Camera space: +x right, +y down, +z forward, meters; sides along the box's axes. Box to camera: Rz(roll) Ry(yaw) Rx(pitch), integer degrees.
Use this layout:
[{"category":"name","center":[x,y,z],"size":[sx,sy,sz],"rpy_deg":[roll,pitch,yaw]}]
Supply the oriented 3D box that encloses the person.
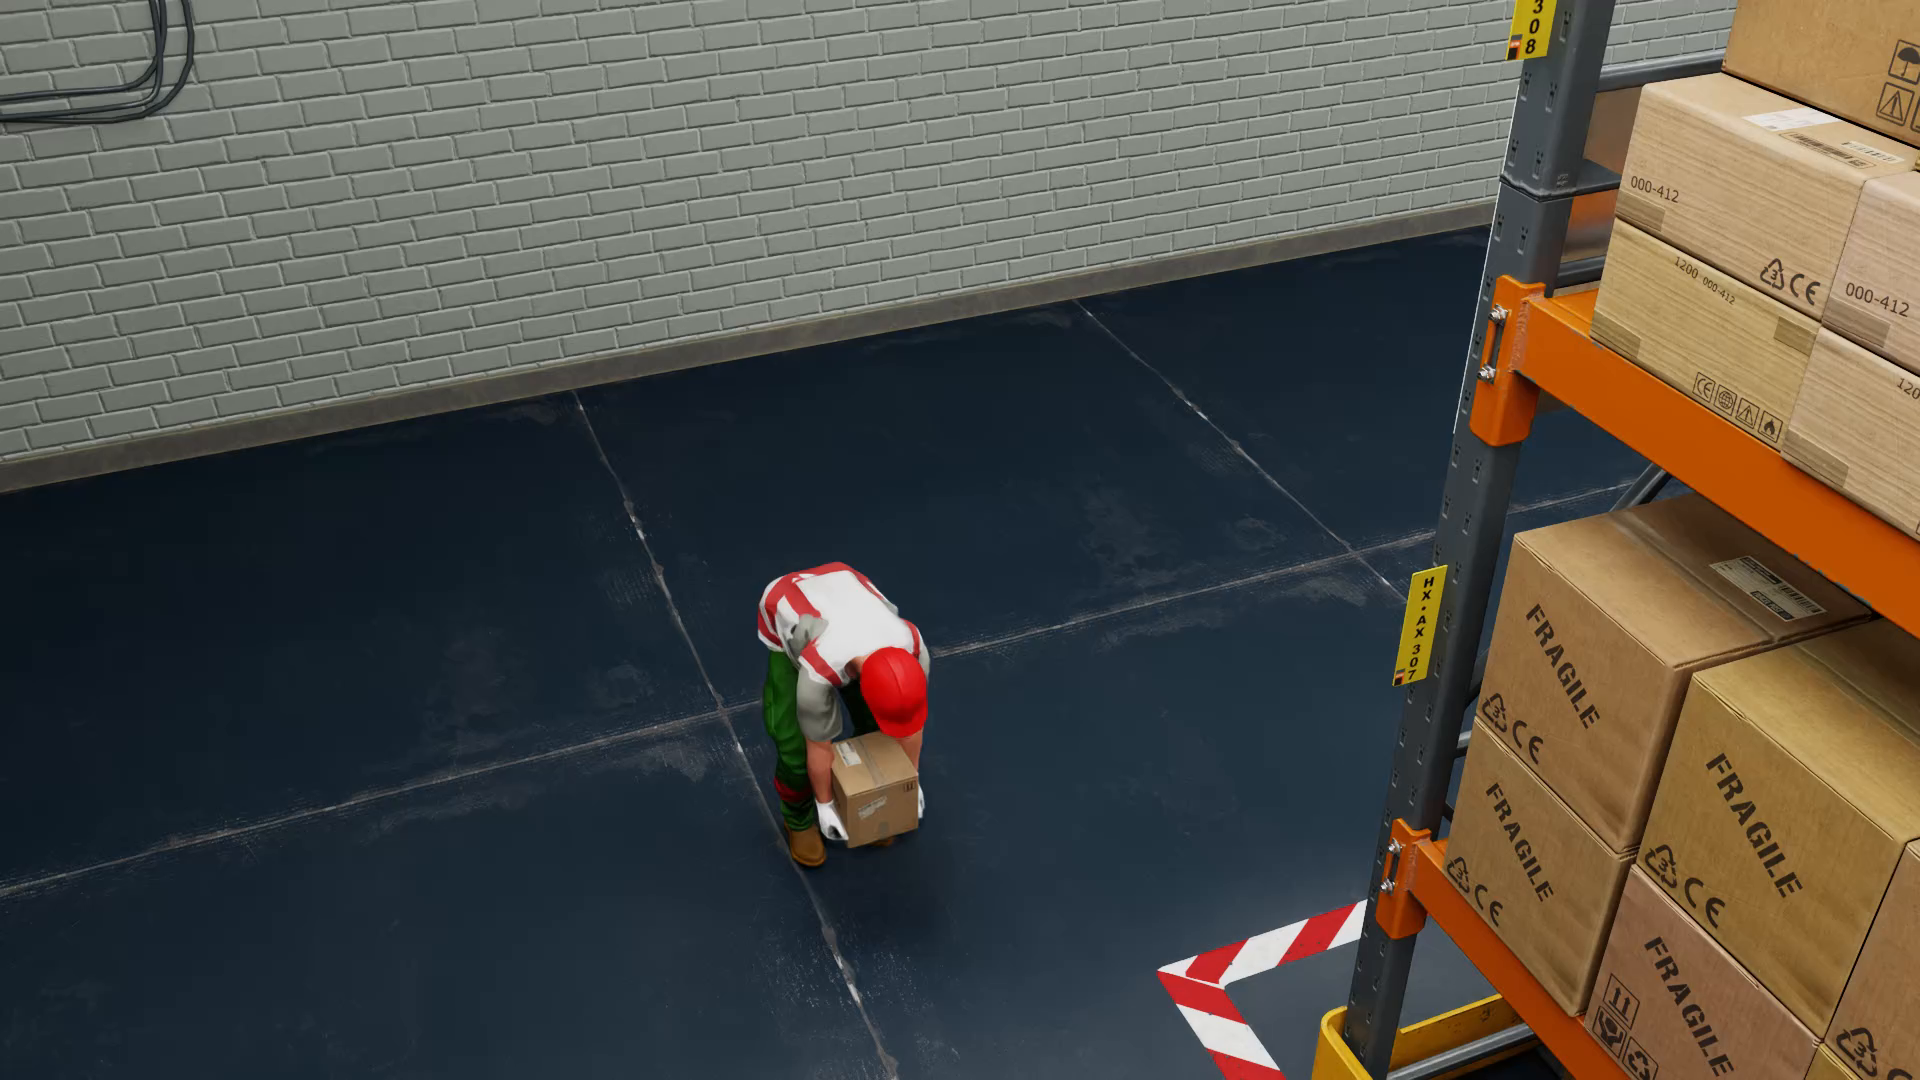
[{"category":"person","center":[-0.358,0.652,5.585],"size":[0.493,1.159,0.949],"rpy_deg":[-14,36,-20]}]
